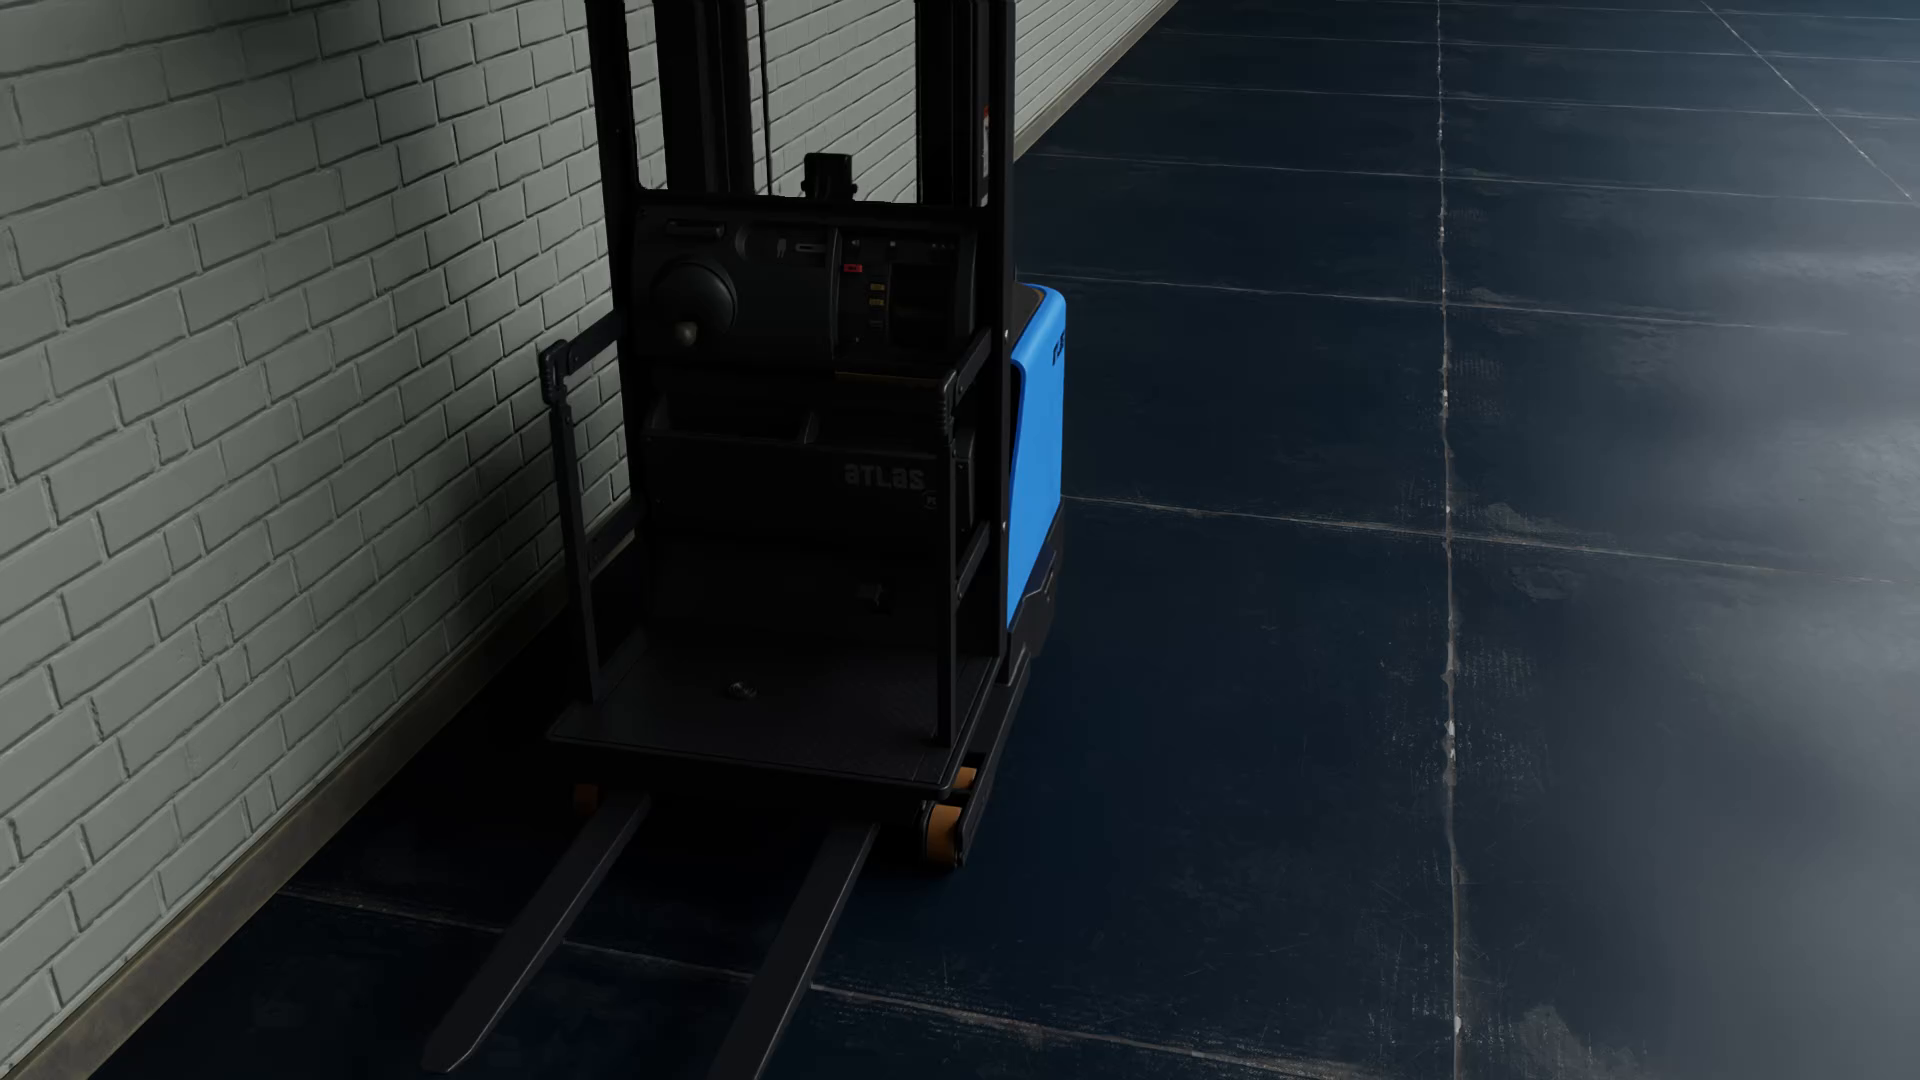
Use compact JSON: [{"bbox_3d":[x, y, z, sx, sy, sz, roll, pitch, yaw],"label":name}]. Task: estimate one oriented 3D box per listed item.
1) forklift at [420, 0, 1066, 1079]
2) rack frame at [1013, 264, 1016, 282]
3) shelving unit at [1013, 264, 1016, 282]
[{"bbox_3d":[-0.459,-0.632,4.167,1.130,2.935,3.031,6,26,11],"label":"forklift"},{"bbox_3d":[0.170,-0.455,5.985,0.008,1.050,0.200,6,26,13],"label":"rack frame"},{"bbox_3d":[0.052,-0.468,6.012,0.252,1.050,0.215,6,26,13],"label":"shelving unit"}]
